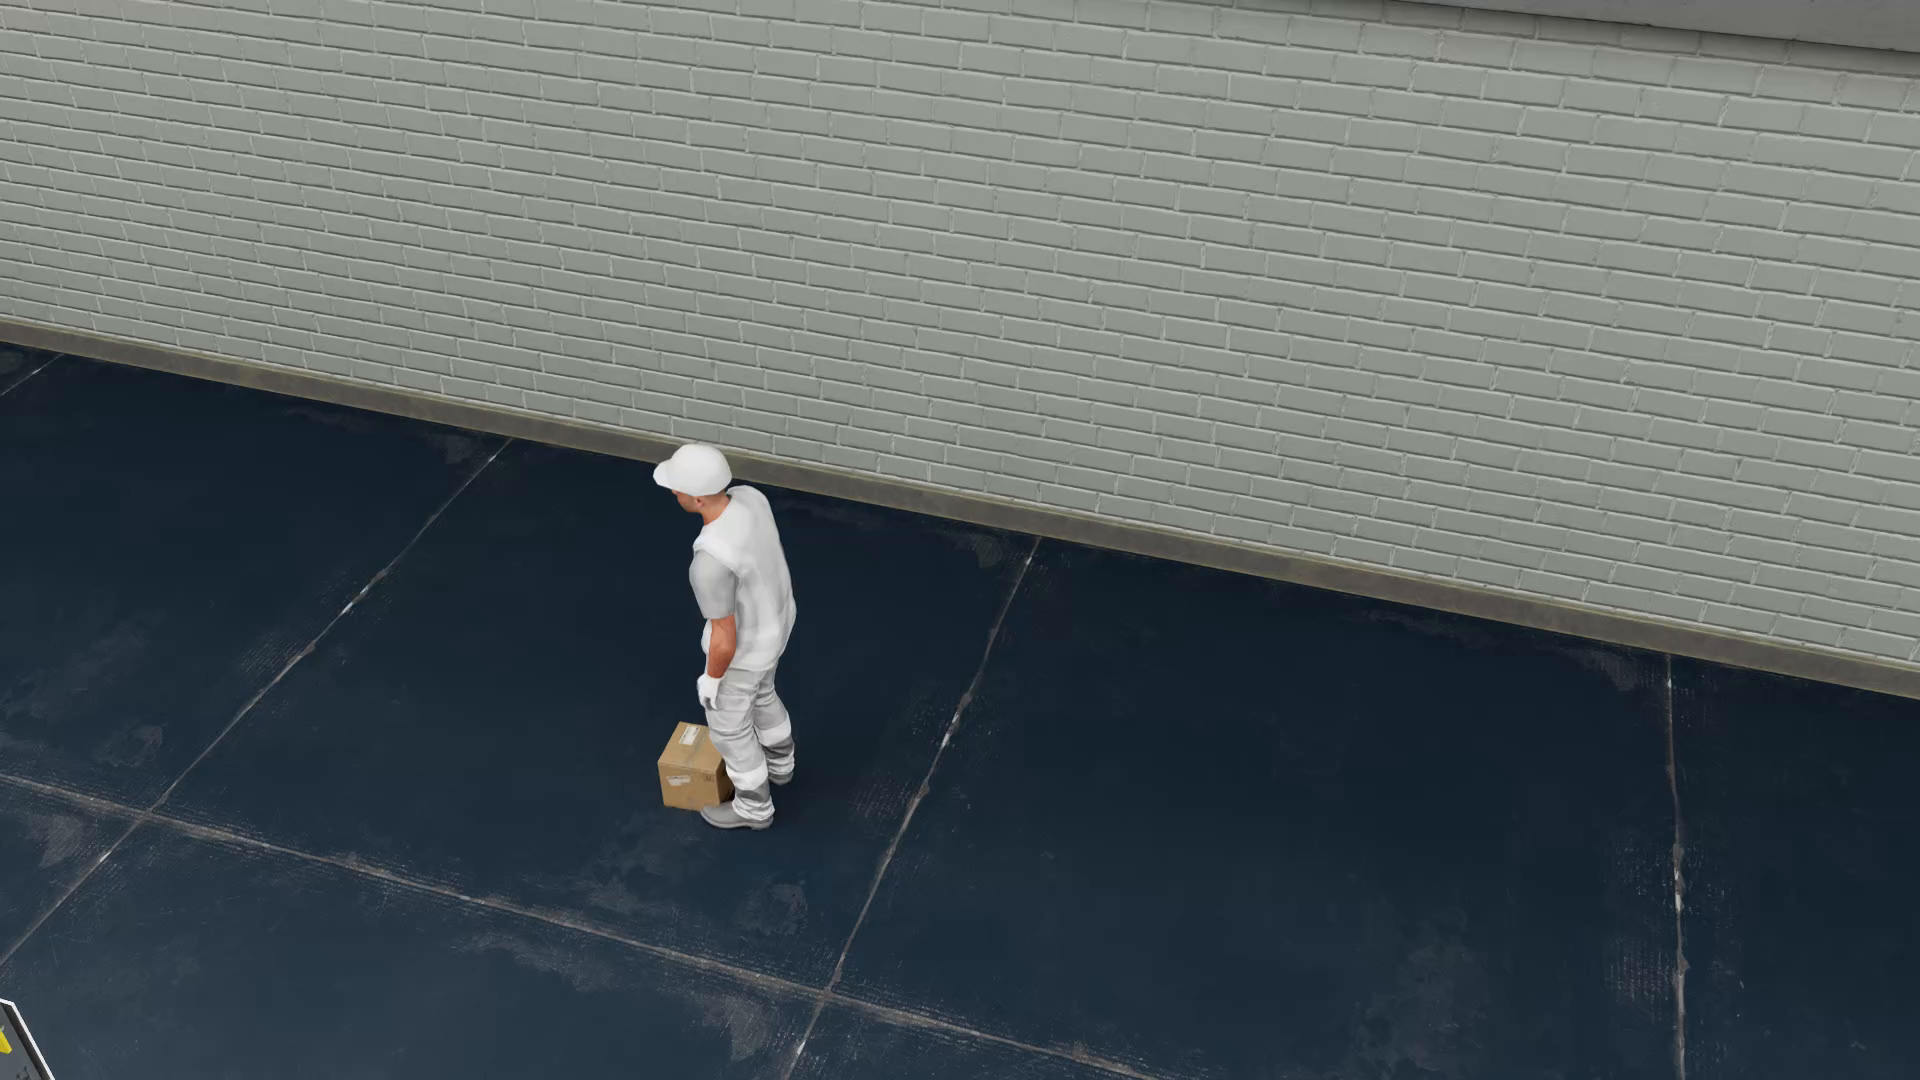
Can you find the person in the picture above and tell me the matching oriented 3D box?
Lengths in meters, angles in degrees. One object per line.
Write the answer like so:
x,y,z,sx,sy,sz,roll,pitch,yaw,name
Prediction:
-0.862,0.378,6.374,0.453,1.777,0.609,9,38,12,person
